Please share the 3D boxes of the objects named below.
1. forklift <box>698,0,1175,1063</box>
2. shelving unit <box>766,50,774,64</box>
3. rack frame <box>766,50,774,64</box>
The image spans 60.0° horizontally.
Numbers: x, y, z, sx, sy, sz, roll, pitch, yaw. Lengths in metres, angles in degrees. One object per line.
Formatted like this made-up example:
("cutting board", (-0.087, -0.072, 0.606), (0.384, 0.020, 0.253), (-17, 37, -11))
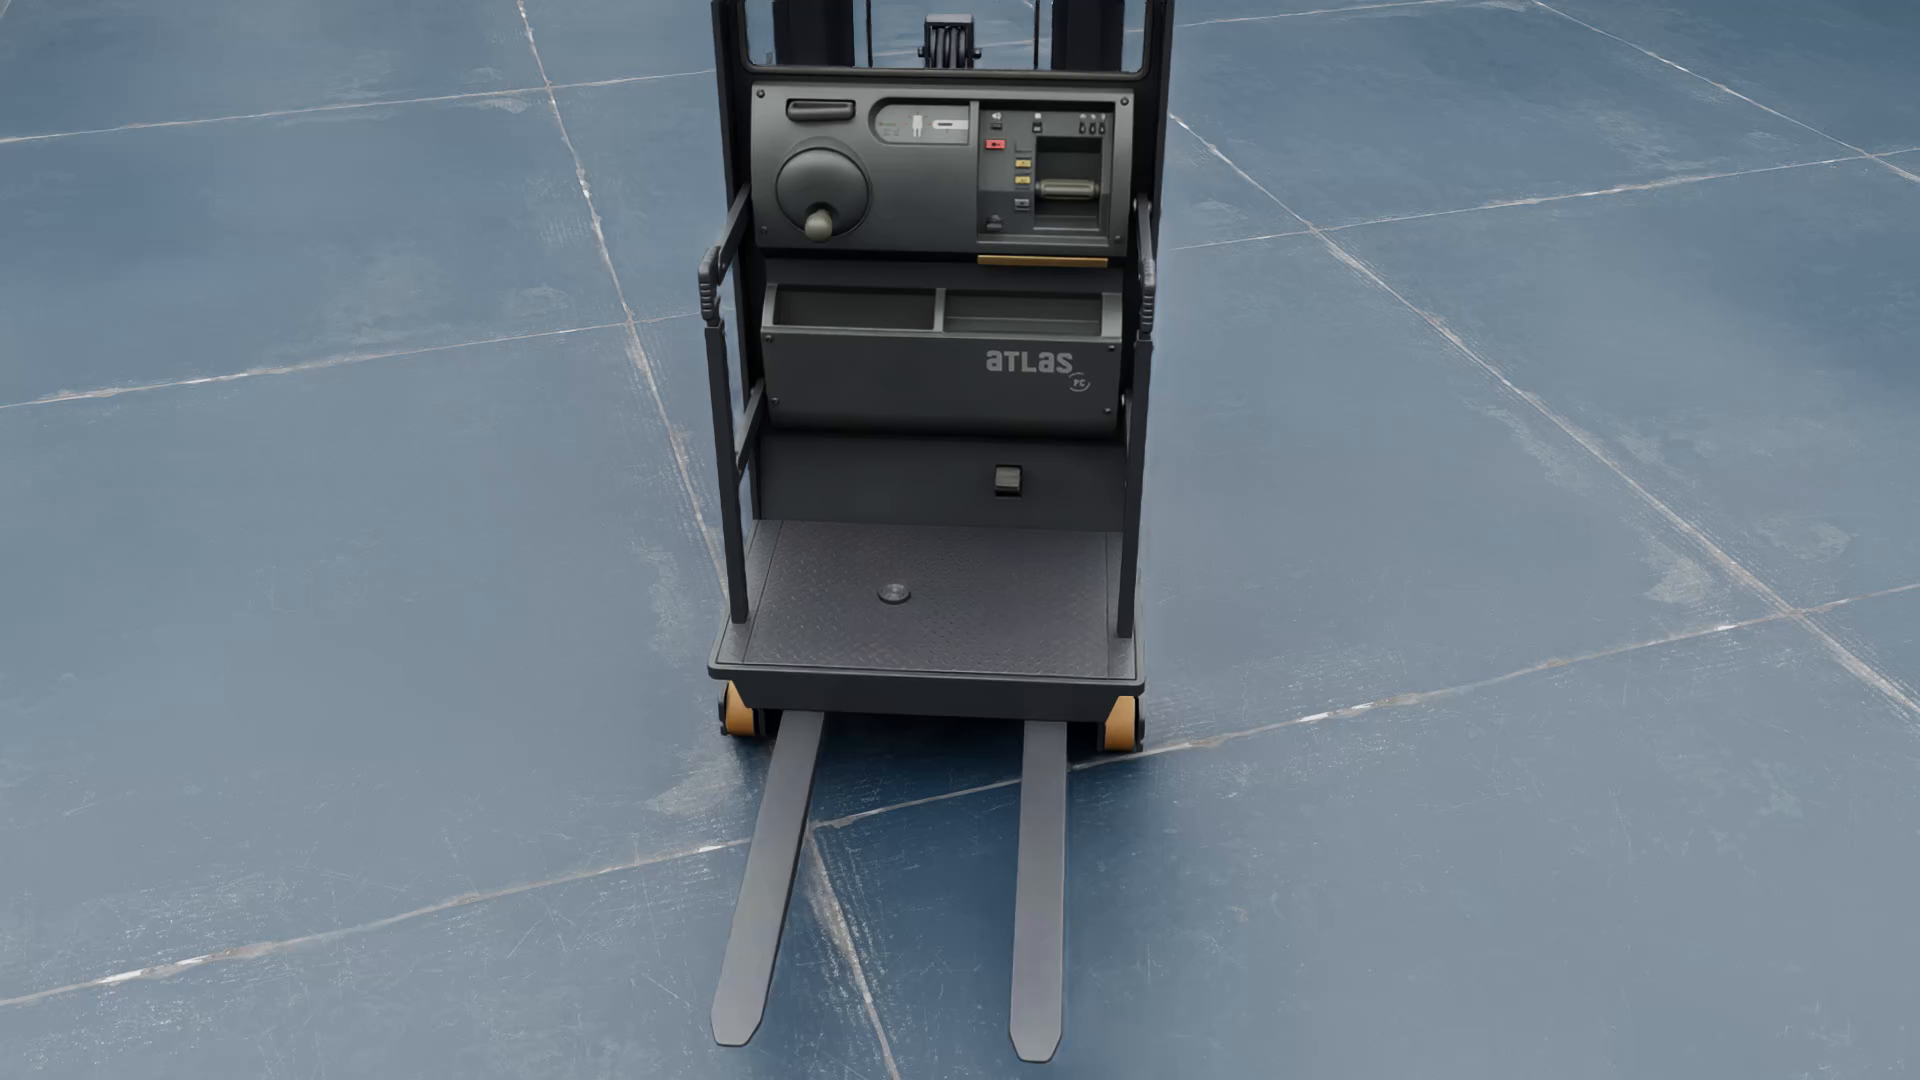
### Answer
("forklift", (-0.058, -0.851, 3.879), (1.130, 2.935, 3.031), (2, 34, 3))
("shelving unit", (-0.369, -1.111, 5.844), (0.503, 1.200, 0.258), (18, 38, 25))
("rack frame", (-0.579, -1.180, 5.947), (0.015, 1.200, 0.240), (18, 38, 25))
